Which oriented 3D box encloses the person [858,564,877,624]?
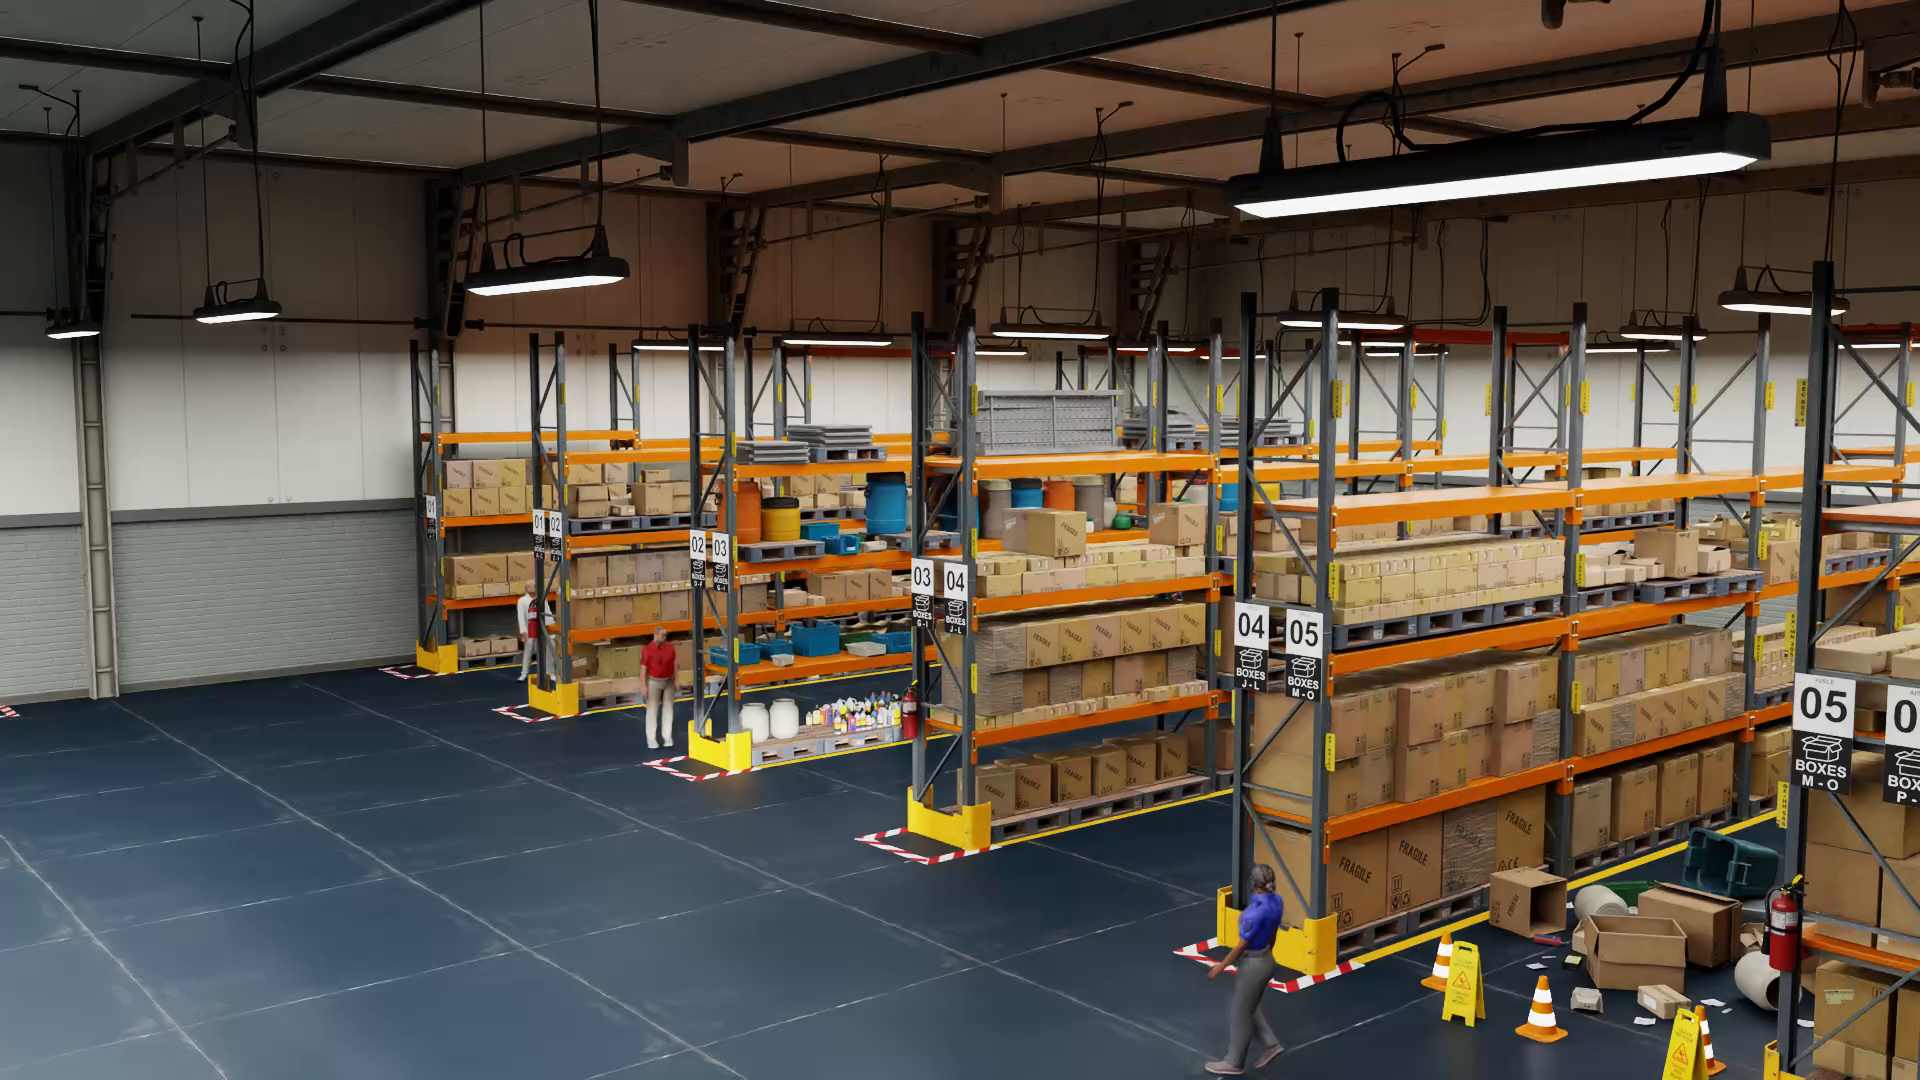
[{"bbox_3d":[-1.800,1.207,33.131,0.573,1.789,0.472,-4,6,-35],"label":"person"}]

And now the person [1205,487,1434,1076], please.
[{"bbox_3d":[5.714,1.498,22.409,1.376,3.183,21.903,2,6,22],"label":"person"}]

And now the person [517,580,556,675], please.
[{"bbox_3d":[-7.417,1.534,29.131,0.670,1.683,0.495,-3,6,-29],"label":"person"}]

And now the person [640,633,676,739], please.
[{"bbox_3d":[-4.321,2.101,23.896,0.557,1.563,0.375,-4,7,-38],"label":"person"}]
